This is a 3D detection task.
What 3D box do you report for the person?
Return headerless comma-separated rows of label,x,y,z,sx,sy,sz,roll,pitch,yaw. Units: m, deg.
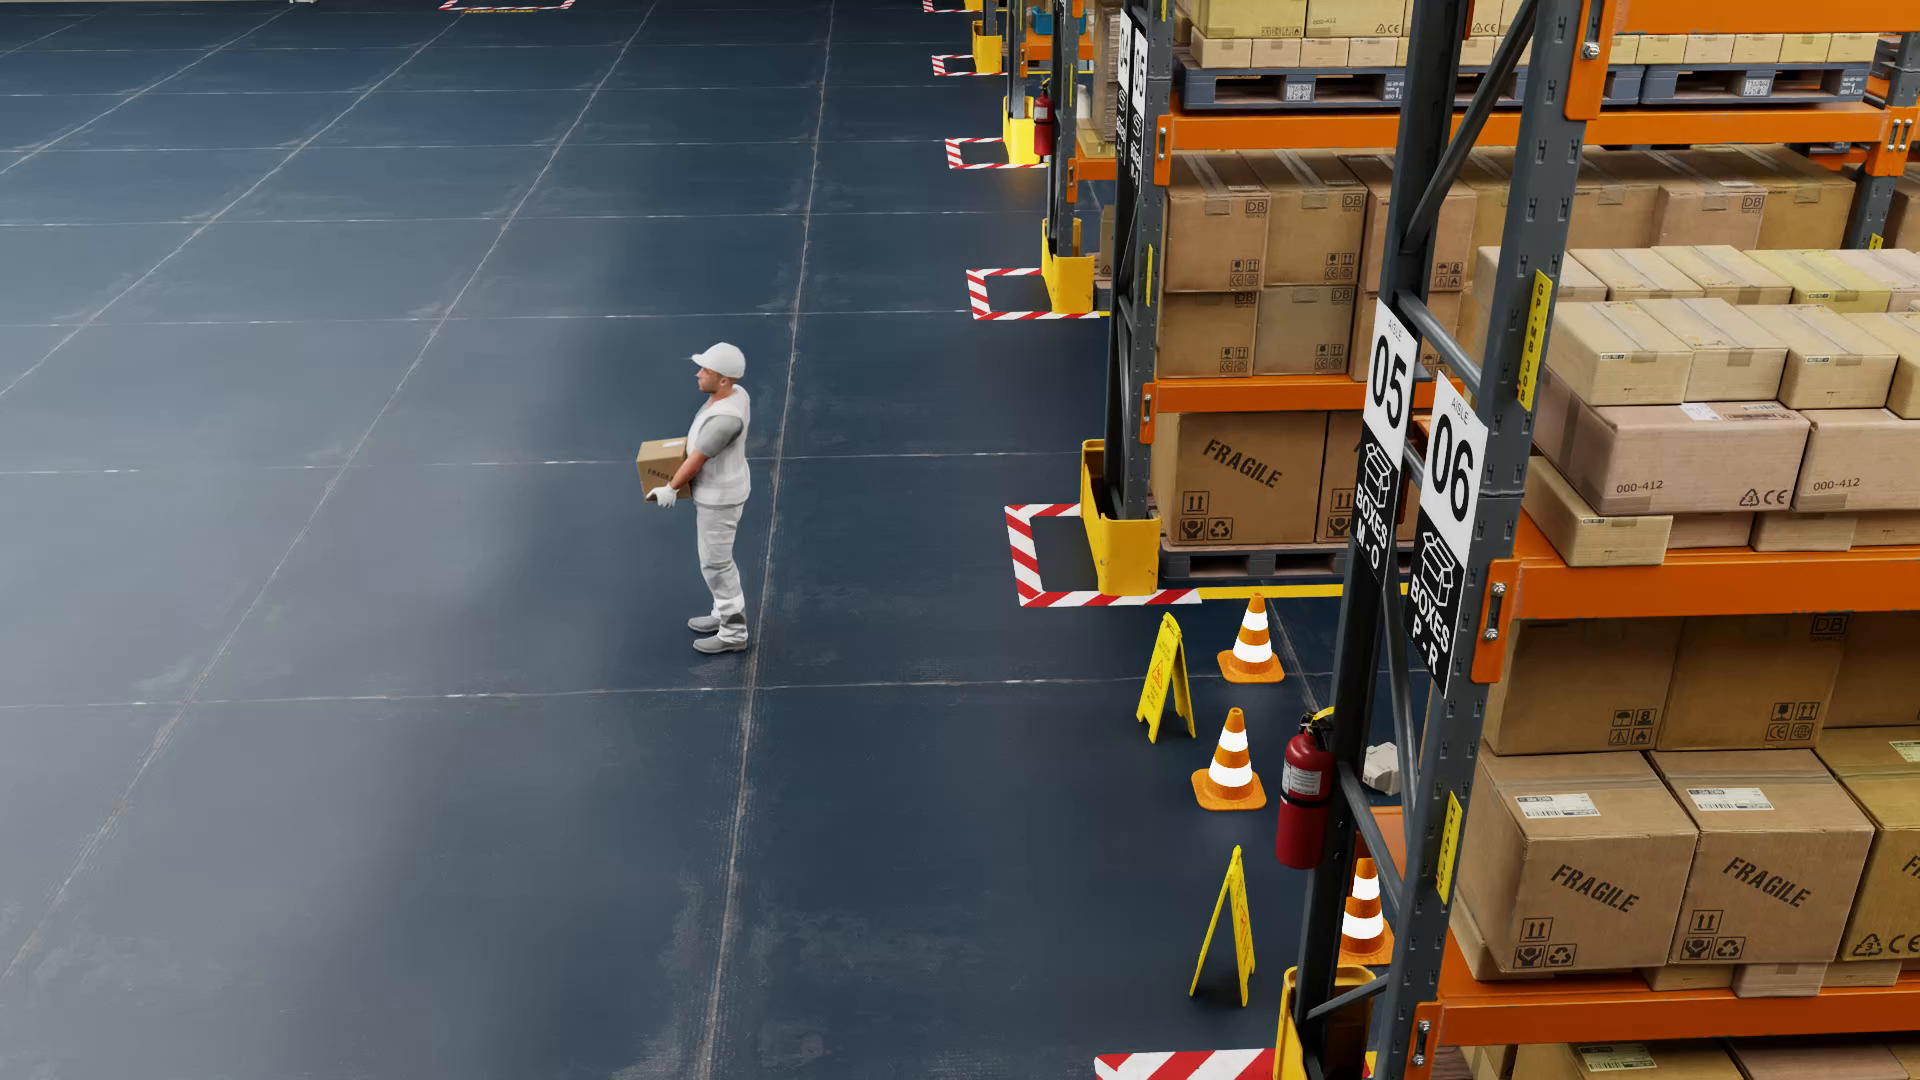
person,-1.401,-0.226,9.038,0.561,1.782,0.493,-1,27,-2
